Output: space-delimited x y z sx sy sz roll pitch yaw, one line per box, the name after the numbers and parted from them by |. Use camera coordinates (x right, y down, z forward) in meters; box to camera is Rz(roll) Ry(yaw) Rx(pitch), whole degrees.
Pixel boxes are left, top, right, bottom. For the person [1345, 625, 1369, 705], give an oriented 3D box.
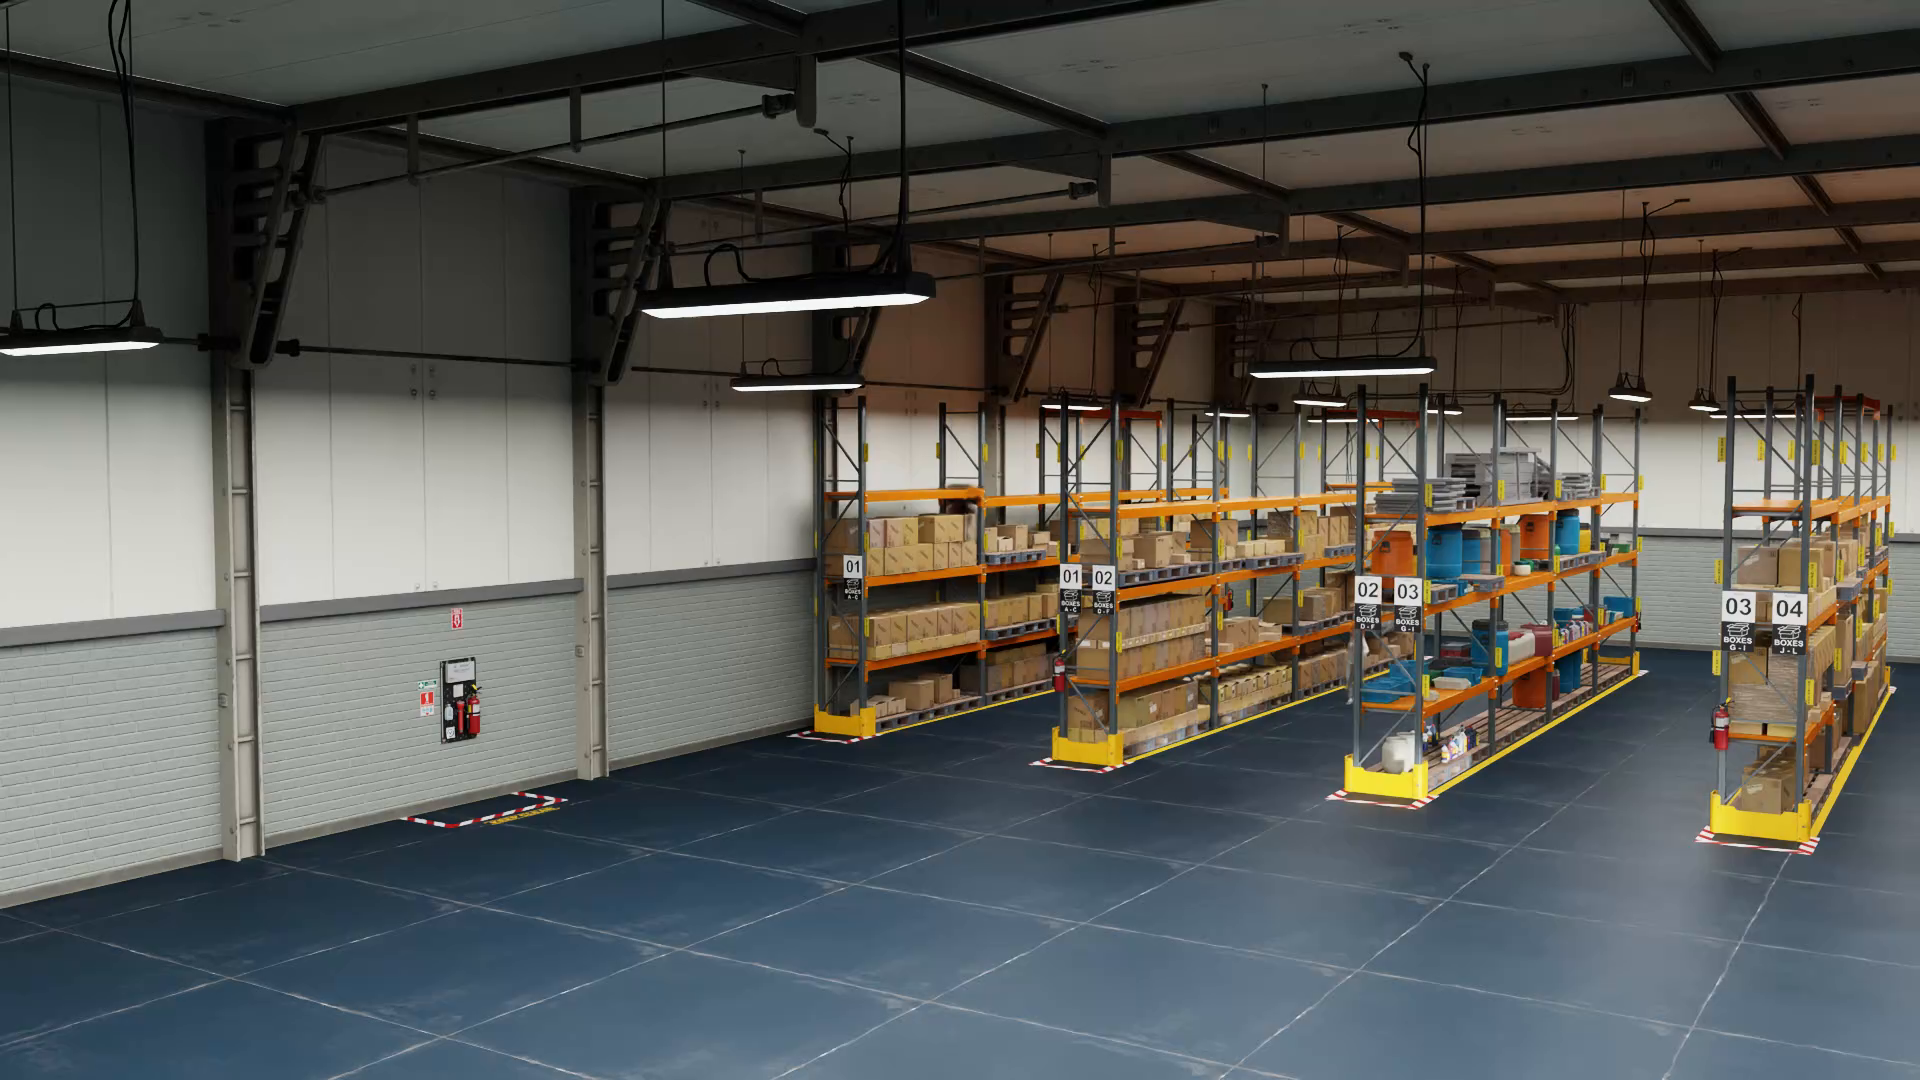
7.976 2.487 33.267 0.507 1.582 0.669 2 4 37 | person

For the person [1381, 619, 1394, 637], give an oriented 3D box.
11.183 1.904 42.890 0.476 1.666 0.598 -1 3 -19 | person
